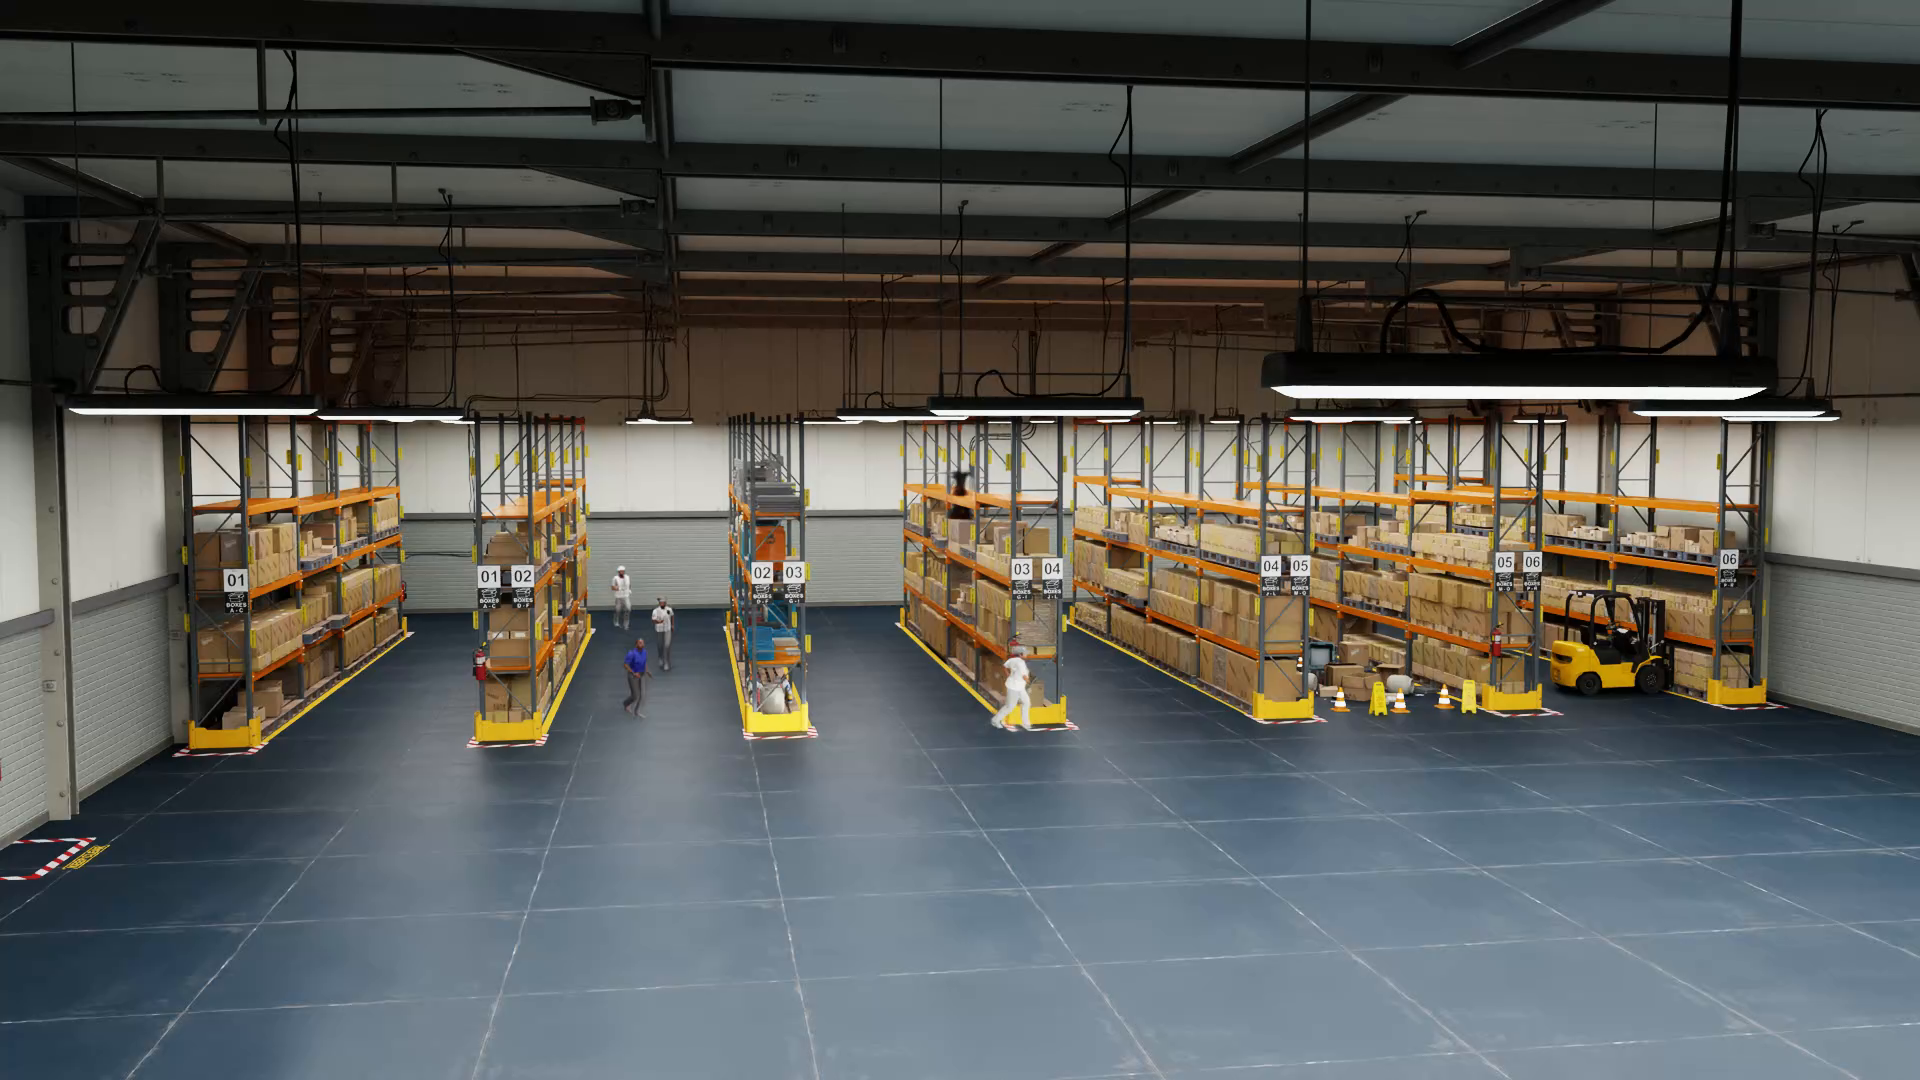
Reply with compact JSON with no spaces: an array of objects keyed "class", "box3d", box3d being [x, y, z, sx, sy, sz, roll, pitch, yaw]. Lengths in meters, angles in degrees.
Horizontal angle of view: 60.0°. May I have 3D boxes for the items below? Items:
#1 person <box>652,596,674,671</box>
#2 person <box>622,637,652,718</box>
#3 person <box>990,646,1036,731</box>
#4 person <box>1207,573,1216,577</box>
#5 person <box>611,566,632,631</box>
[{"class":"person","box3d":[-7.040,2.190,39.429,0.528,1.740,0.861,-1,4,-10]},{"class":"person","box3d":[-6.407,2.713,32.807,0.572,1.590,0.646,-4,5,-44]},{"class":"person","box3d":[1.004,2.813,31.135,0.874,1.663,0.624,0,4,-1]},{"class":"person","box3d":[7.086,1.756,46.251,0.597,1.660,0.942,-3,5,-34]},{"class":"person","box3d":[-9.534,1.647,46.899,0.652,1.835,0.854,-2,4,-30]}]
